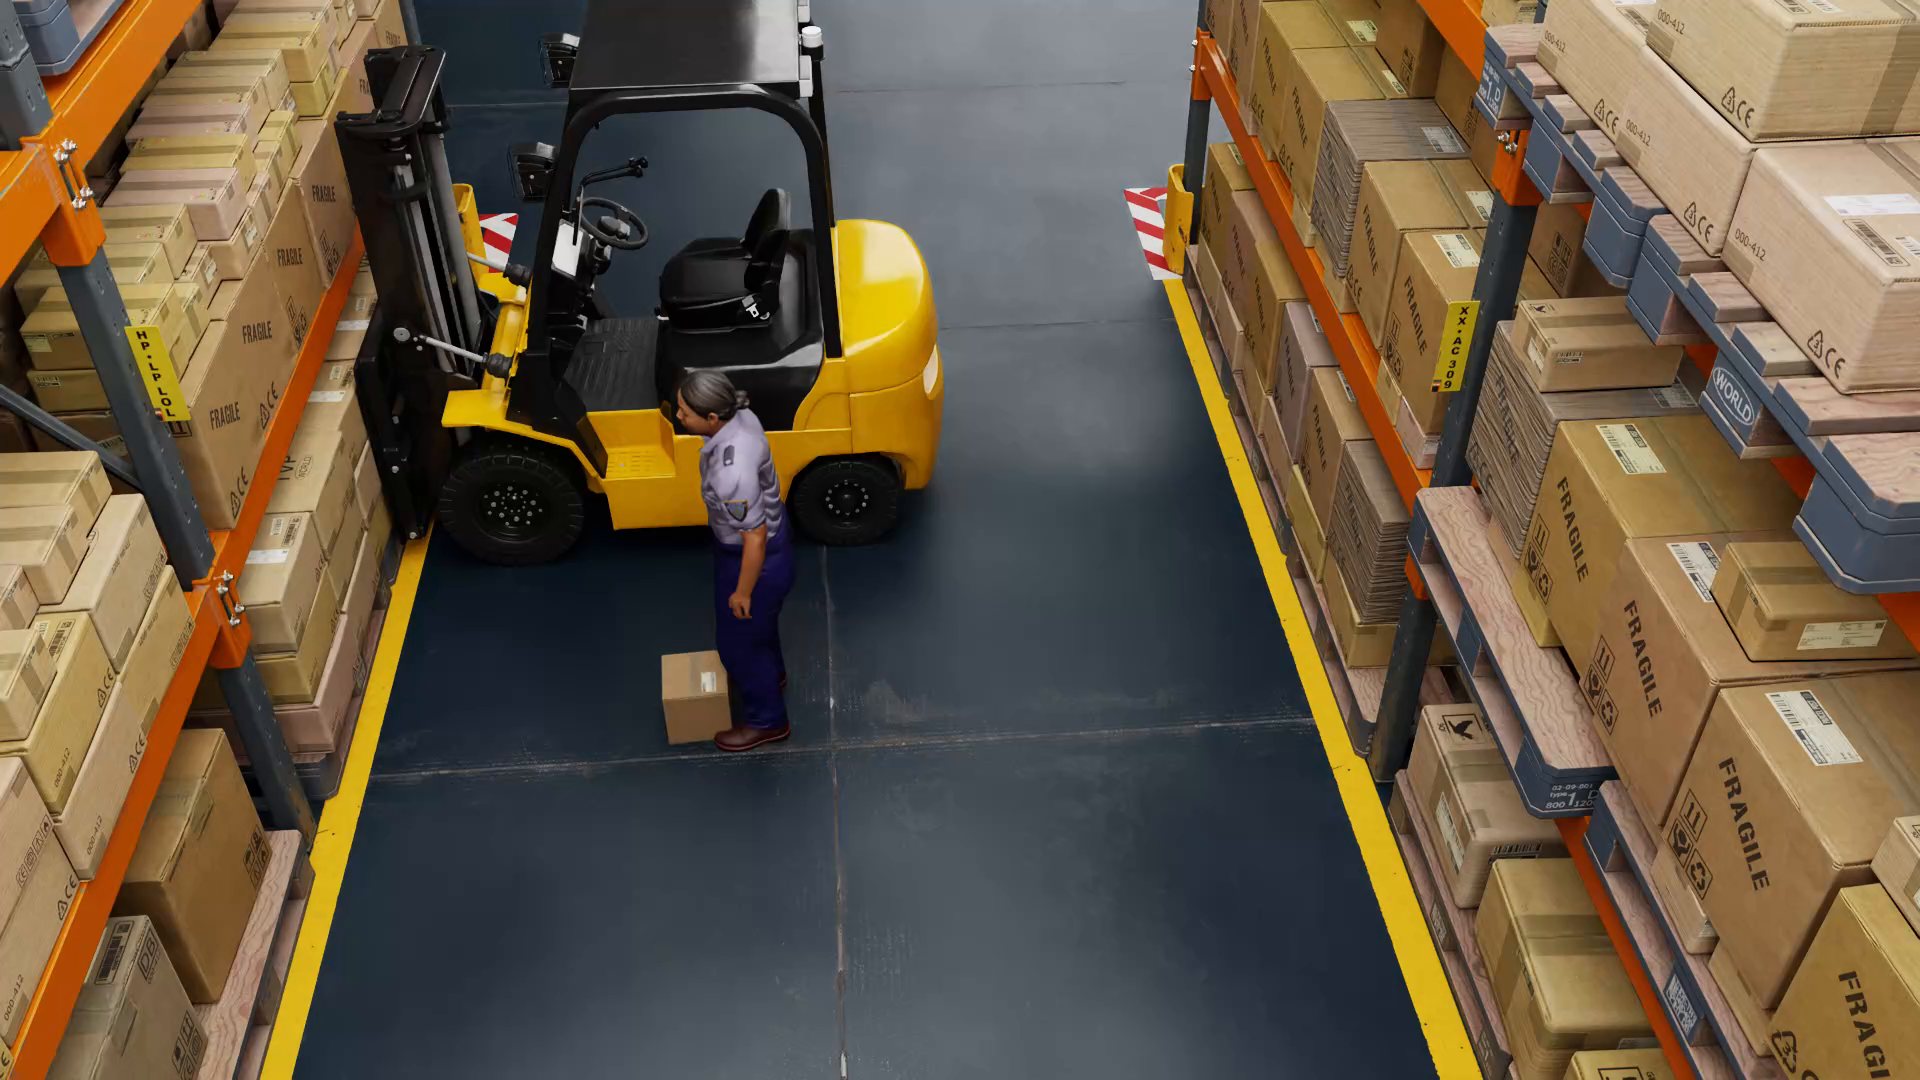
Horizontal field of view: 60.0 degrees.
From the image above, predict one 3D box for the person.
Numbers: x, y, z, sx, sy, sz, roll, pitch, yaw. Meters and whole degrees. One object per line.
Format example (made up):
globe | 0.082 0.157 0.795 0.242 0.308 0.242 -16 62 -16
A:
person | -0.793 0.050 6.101 0.373 1.650 0.547 -5 40 -6
